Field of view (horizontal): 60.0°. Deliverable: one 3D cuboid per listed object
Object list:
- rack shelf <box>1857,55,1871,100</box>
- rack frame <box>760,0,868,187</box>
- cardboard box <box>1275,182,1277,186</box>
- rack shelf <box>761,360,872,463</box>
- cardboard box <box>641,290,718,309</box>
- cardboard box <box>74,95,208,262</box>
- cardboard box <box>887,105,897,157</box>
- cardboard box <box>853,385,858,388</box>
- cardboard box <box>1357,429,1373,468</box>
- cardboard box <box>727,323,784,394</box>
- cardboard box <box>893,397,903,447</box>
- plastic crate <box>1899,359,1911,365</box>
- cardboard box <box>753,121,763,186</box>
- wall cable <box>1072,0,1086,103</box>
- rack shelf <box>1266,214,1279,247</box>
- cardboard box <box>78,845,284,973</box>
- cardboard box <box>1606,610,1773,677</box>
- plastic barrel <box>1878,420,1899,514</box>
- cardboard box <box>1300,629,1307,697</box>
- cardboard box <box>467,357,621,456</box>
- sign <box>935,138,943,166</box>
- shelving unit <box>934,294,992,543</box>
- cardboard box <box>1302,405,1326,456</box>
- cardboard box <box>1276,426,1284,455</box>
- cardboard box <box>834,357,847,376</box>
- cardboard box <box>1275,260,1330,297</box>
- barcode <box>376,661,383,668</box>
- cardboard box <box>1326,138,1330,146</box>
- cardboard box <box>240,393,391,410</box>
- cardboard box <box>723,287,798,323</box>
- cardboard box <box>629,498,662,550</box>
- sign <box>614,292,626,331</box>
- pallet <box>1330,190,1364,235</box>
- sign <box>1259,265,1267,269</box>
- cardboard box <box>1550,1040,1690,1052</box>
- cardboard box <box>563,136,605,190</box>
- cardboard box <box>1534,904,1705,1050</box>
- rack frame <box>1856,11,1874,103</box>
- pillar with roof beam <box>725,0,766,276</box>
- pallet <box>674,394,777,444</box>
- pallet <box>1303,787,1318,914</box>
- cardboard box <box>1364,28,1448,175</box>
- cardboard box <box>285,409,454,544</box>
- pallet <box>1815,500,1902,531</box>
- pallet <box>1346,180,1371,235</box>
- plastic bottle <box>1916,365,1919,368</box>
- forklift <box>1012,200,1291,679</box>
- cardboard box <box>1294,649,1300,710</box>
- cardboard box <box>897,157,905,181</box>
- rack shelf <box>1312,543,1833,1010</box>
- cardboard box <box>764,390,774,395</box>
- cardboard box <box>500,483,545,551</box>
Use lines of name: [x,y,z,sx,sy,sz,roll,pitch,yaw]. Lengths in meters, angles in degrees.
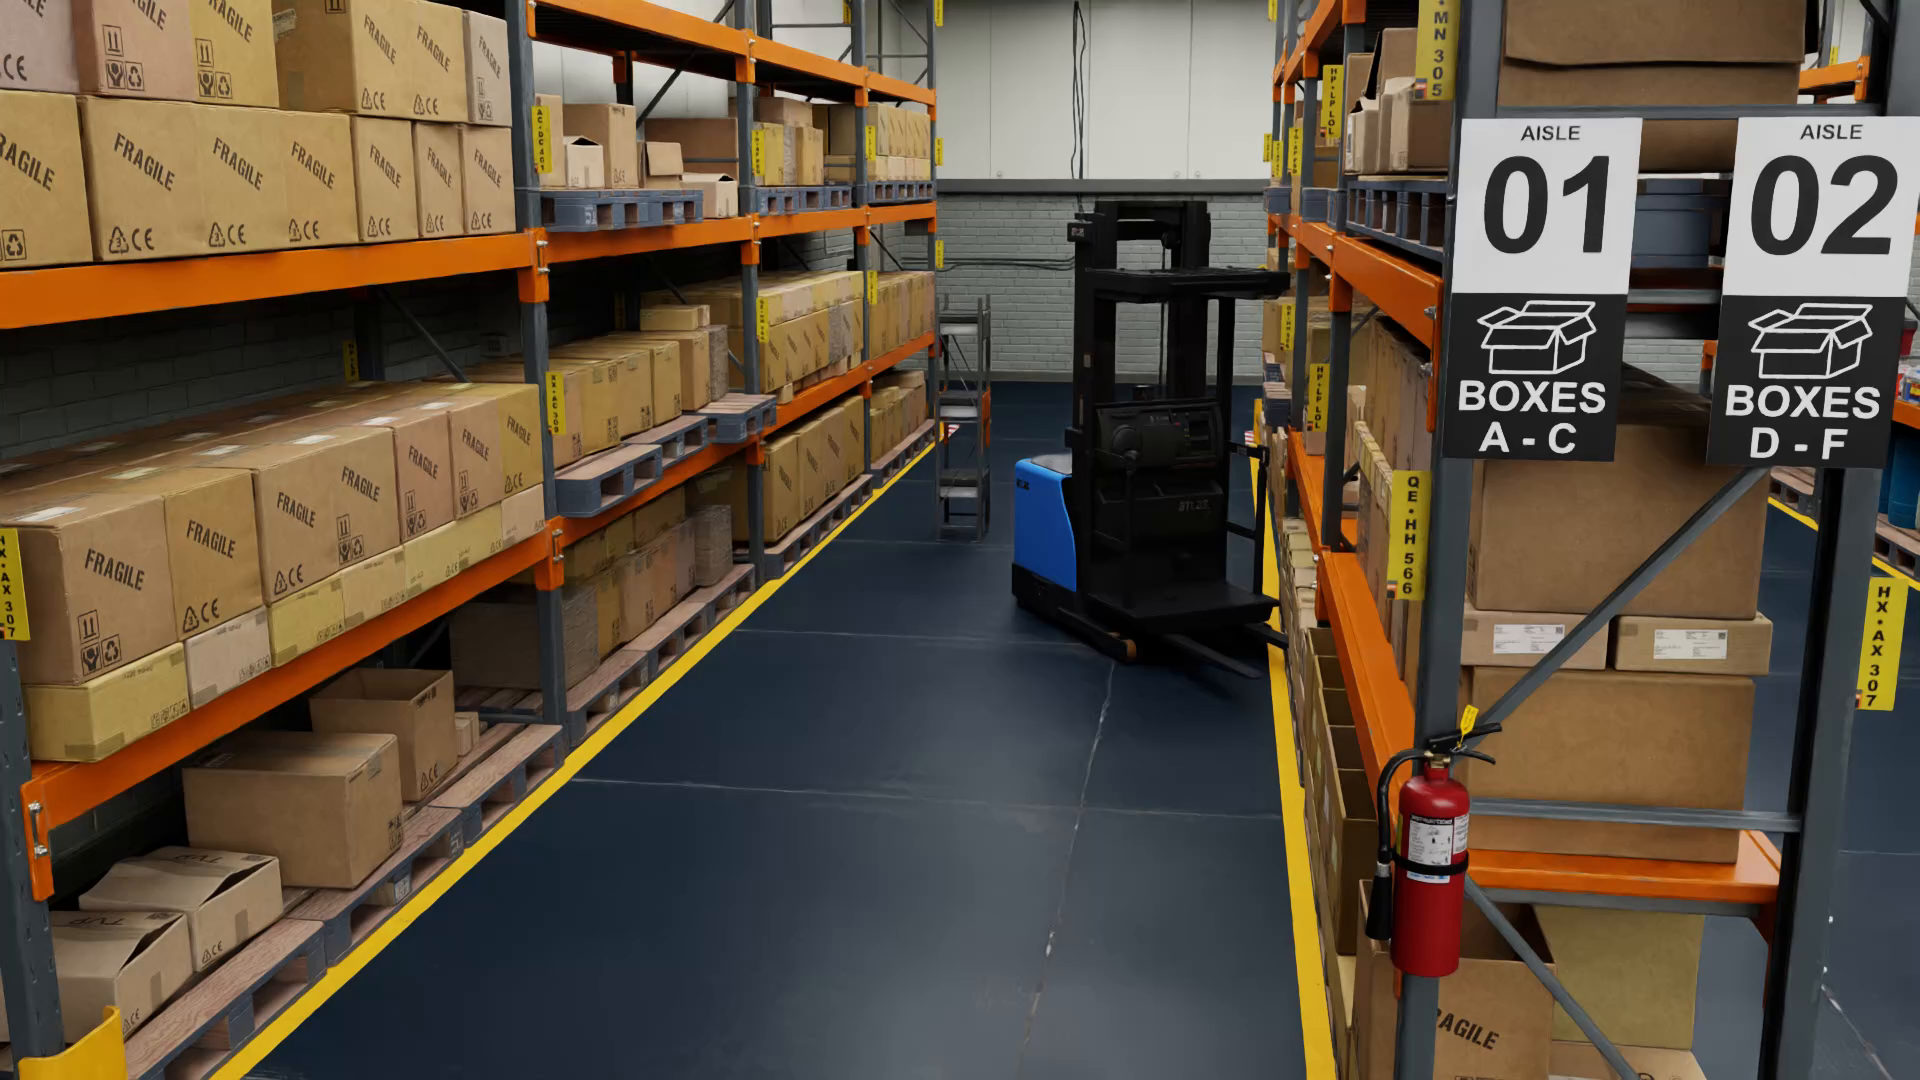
rack shelf: [8.080,-3.614,12.560,1.077,0.370,4.000,2,12,9]
rack frame: [-1.402,-4.899,15.864,1.000,3.000,0.127,2,12,9]
cardboard box: [3.461,-3.517,16.930,0.500,0.250,0.500,2,12,9]
rack shelf: [-1.710,-1.198,14.640,1.077,0.370,4.000,2,12,9]
cardboard box: [-2.204,-1.807,12.986,0.500,0.250,0.500,2,12,10]
cardboard box: [-2.831,-1.165,5.375,0.500,0.500,0.500,3,12,12]
cardboard box: [-0.942,-4.226,17.206,0.500,0.500,0.500,2,12,7]
cardboard box: [-1.245,-1.612,18.251,0.380,0.149,0.250,2,12,9]
cardboard box: [1.992,-0.405,7.475,0.380,0.149,0.250,2,12,9]
cardboard box: [-1.690,-1.430,13.019,0.500,0.500,0.500,2,12,10]
cardboard box: [-1.024,-1.313,18.402,0.700,0.500,0.500,2,12,10]
plastic crate: [8.600,-1.638,15.456,0.396,0.136,0.243,2,12,9]
cardboard box: [-1.970,-3.078,13.256,0.700,0.500,0.500,1,12,6]
wall cable: [3.109,-7.760,24.525,3.097,2.526,0.112,2,12,9]
rack shelf: [3.801,-3.337,17.446,1.077,0.370,4.000,2,12,9]
cardboard box: [-2.965,1.372,6.347,0.500,0.311,0.500,3,13,13]
cardboard box: [1.921,0.251,4.431,0.380,0.149,0.250,2,12,8]
plastic barrel: [8.287,-0.712,14.660,0.600,0.901,0.708,2,12,9]
cardboard box: [2.042,0.630,8.648,0.500,0.311,0.500,2,12,9]
cardboard box: [-2.427,-0.786,9.737,0.700,0.500,0.500,3,13,14]
sign: [-0.253,-4.639,19.863,0.100,0.325,0.005,2,12,9]
shelving unit: [0.025,-1.061,14.432,0.431,2.100,0.503,2,12,9]
cardboard box: [2.549,-0.750,11.065,0.500,0.311,0.500,2,12,8]
cardboard box: [3.024,-0.865,14.496,0.500,0.250,0.500,2,12,9]
cardboard box: [-1.257,-1.611,15.396,0.380,0.149,0.250,2,12,9]
cardboard box: [3.315,-2.458,16.166,0.500,0.500,0.500,2,12,9]
barcode: [-2.953,0.654,8.466,0.001,0.075,0.075,2,12,9]
cardboard box: [3.108,-3.280,12.865,0.500,0.500,0.500,2,12,9]
cardboard box: [-2.994,-0.405,7.781,0.500,0.500,0.500,2,12,8]
cardboard box: [-1.611,-1.902,13.428,0.500,0.250,0.500,2,12,8]
cardboard box: [-2.300,-0.118,11.028,0.500,0.250,0.500,2,12,8]
sign: [-2.566,-1.717,12.590,0.100,0.325,0.005,2,12,9]
pallet: [2.386,-1.698,8.585,0.805,0.209,1.217,1,12,6]
sign: [3.572,-3.080,19.608,0.100,0.325,0.005,2,12,9]
cardboard box: [2.023,1.622,5.377,0.500,0.250,0.500,2,12,9]
cardboard box: [-2.375,-2.168,9.528,0.500,0.311,0.500,2,12,10]
cardboard box: [2.025,1.255,5.298,0.500,0.500,0.500,2,12,9]
rack frame: [8.387,-4.578,14.374,1.000,3.000,0.127,2,12,9]
pillar with roof beam: [2.105,-4.933,16.023,9.100,9.000,0.400,2,12,9]
pallet: [-2.022,-0.888,11.948,1.213,0.211,1.003,2,12,9]
pallet: [2.099,1.386,7.559,1.003,0.211,1.213,2,12,9]
cardboard box: [1.885,-1.593,6.070,0.797,0.503,0.637,3,13,15]
cardboard box: [-2.559,-0.287,7.232,0.500,0.500,0.500,2,12,7]
pallet: [8.227,-0.123,14.561,1.003,0.211,1.213,2,12,9]
pallet: [2.157,-1.386,6.893,1.003,0.211,1.213,2,12,9]
plastic bottle: [7.947,-1.303,13.712,0.152,0.276,0.135,2,12,9]
forklift: [1.428,-0.730,10.922,1.130,2.935,3.031,-5,13,-23]
cardboard box: [2.120,0.797,9.205,0.500,0.250,0.500,2,12,8]
cardboard box: [-0.871,-3.961,17.755,0.500,0.250,0.500,2,12,7]
rack shelf: [1.955,0.627,6.171,1.077,0.370,4.000,2,12,9]
cardboard box: [-1.690,-1.133,13.182,0.380,0.149,0.250,2,12,9]
cardboard box: [-2.406,-0.129,8.279,0.500,0.250,0.500,2,12,9]
